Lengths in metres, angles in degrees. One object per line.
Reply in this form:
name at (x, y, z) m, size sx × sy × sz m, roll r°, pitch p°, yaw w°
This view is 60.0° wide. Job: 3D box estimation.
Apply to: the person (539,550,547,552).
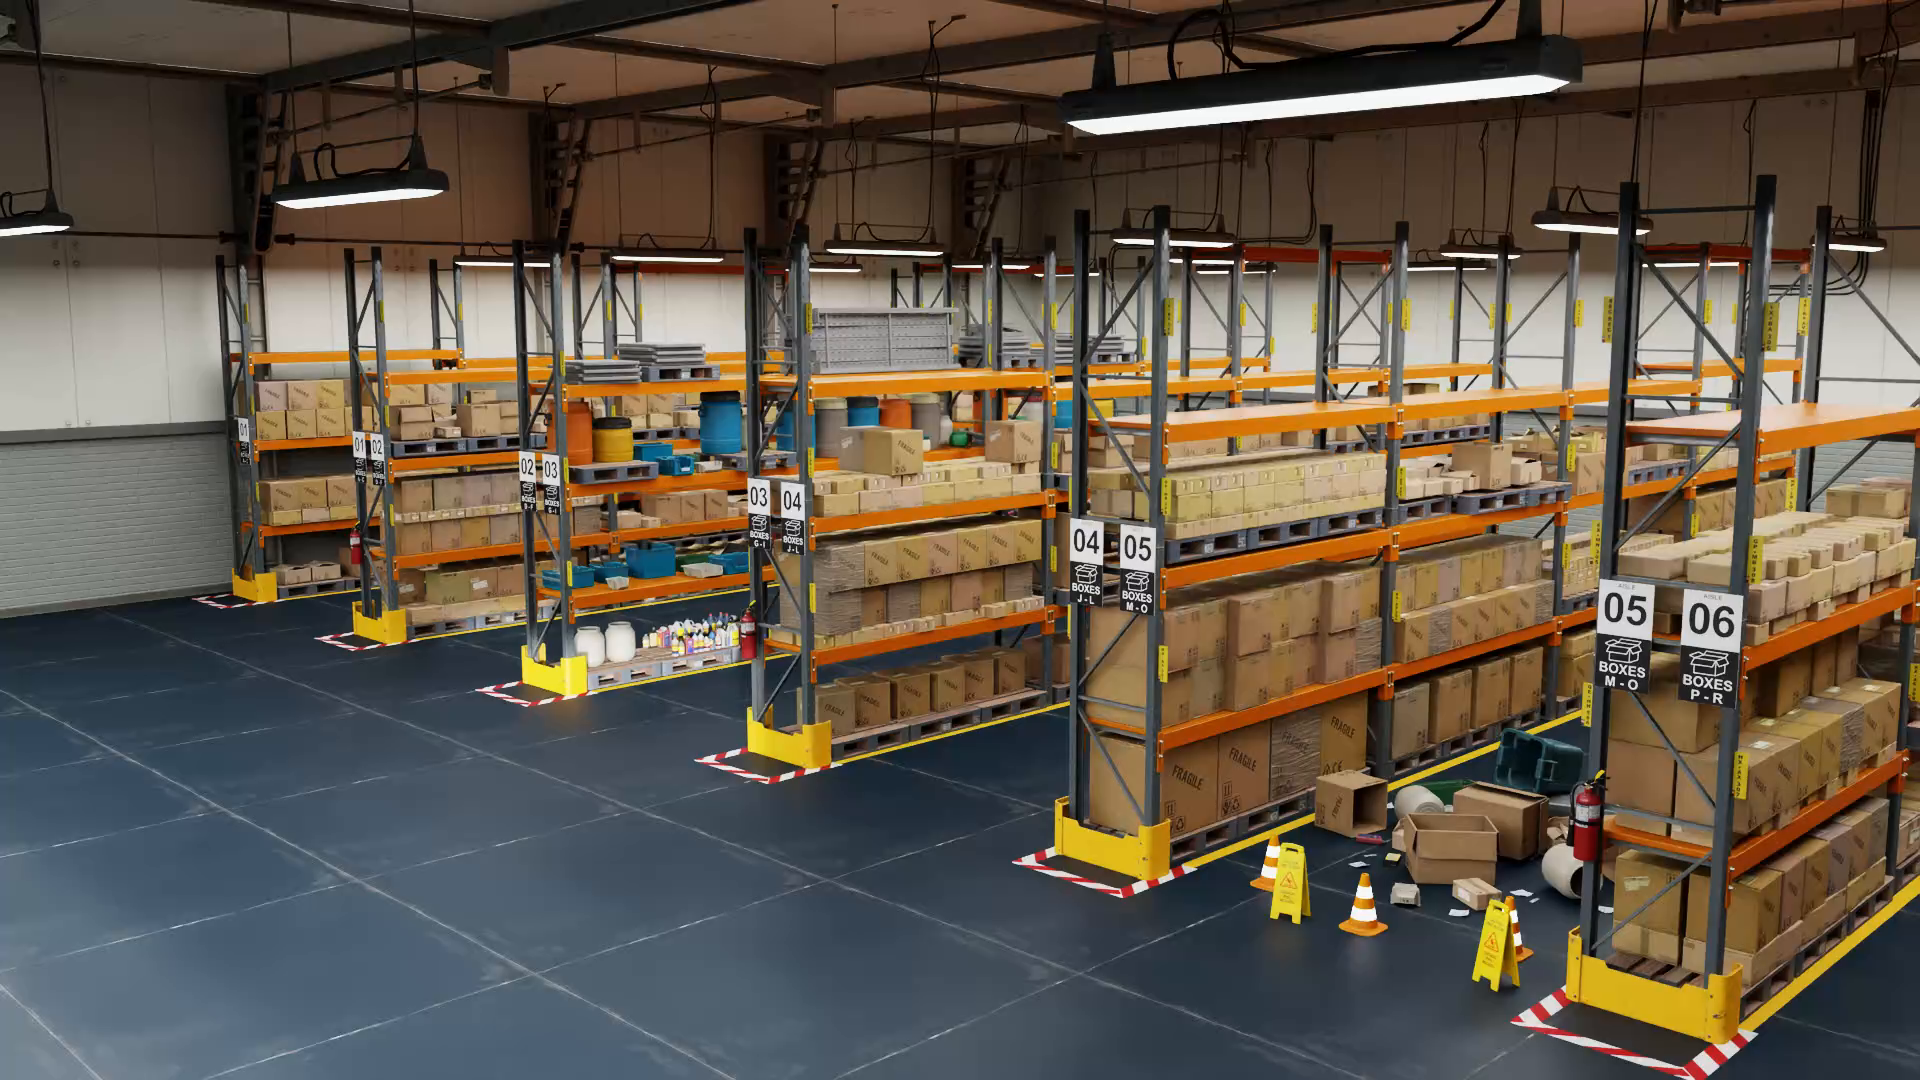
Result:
person at (-7.274, 0.119, 29.499) m, size 0.663 × 1.784 × 0.648 m, roll 7°, pitch 11°, yaw 42°
